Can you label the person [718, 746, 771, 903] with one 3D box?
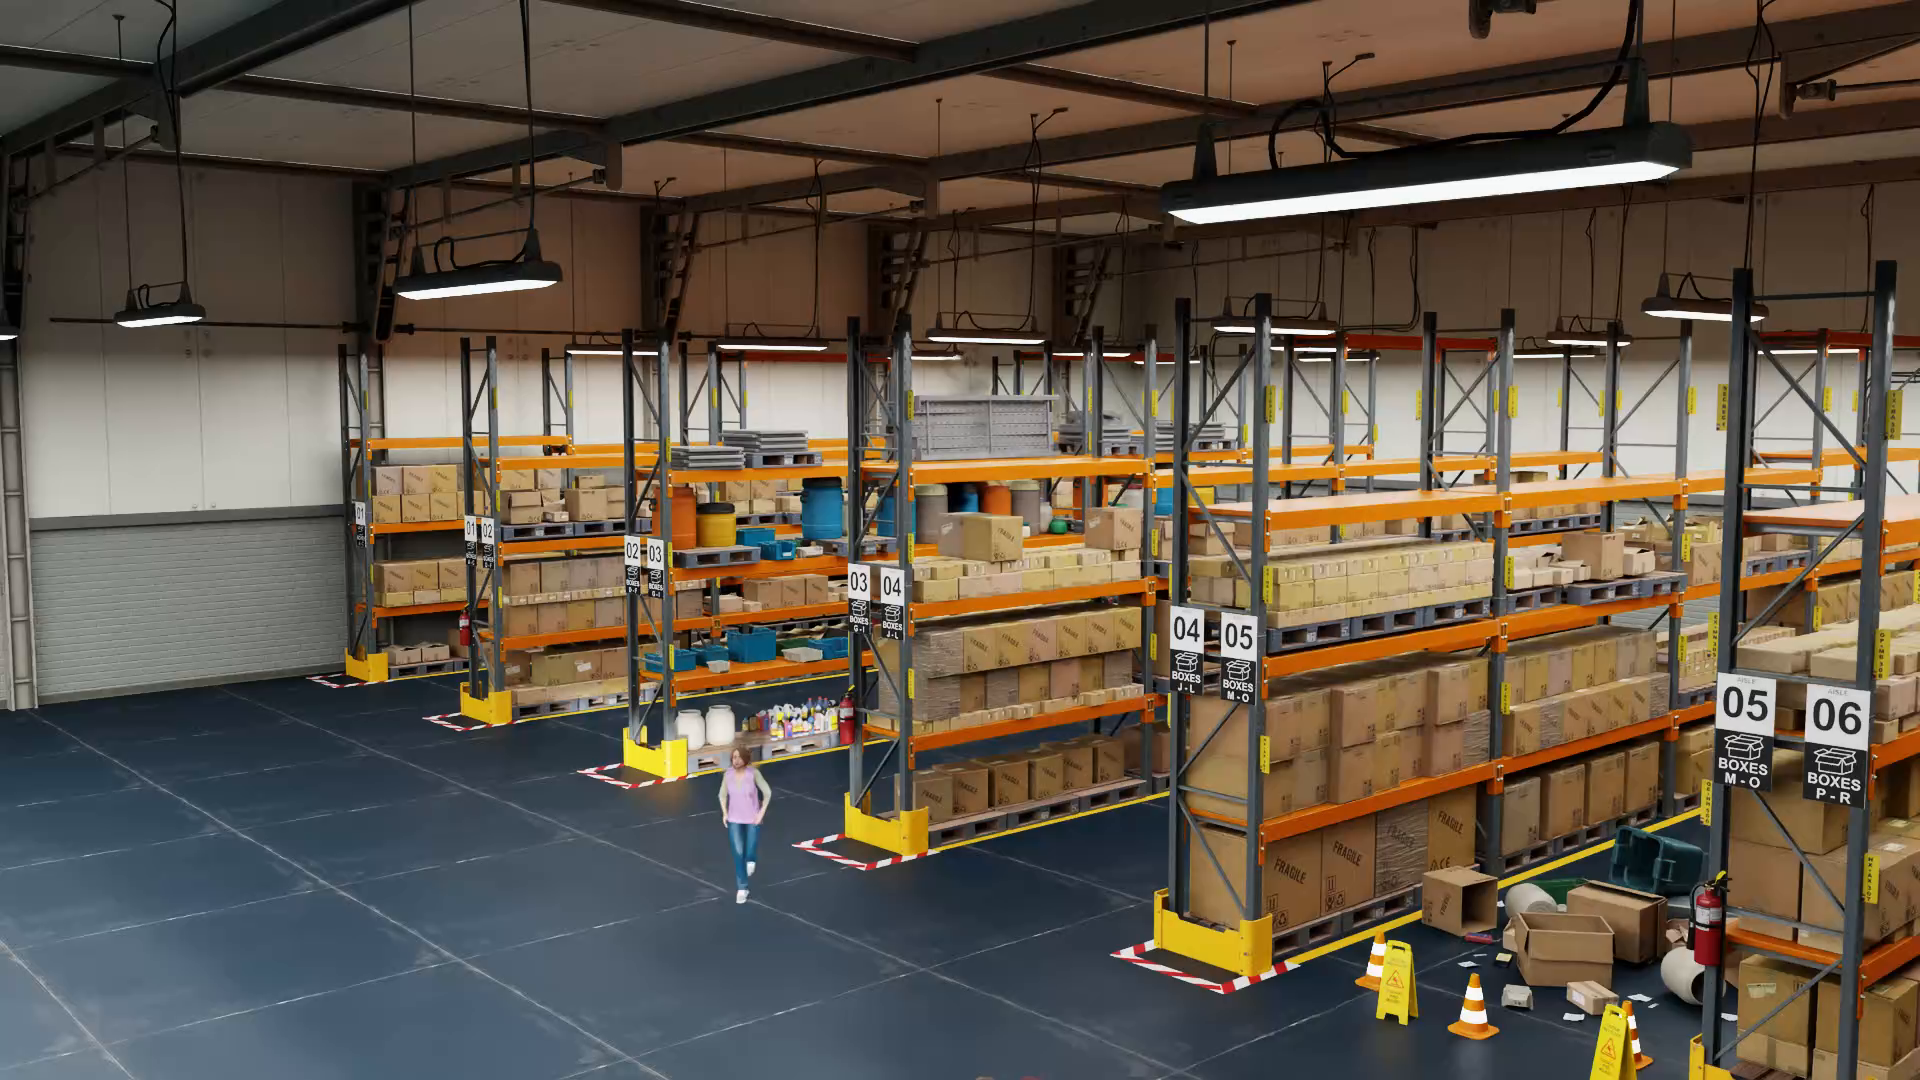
[{"bbox_3d":[-2.194,2.869,17.043,0.548,1.588,0.603,0,5,3],"label":"person"}]
